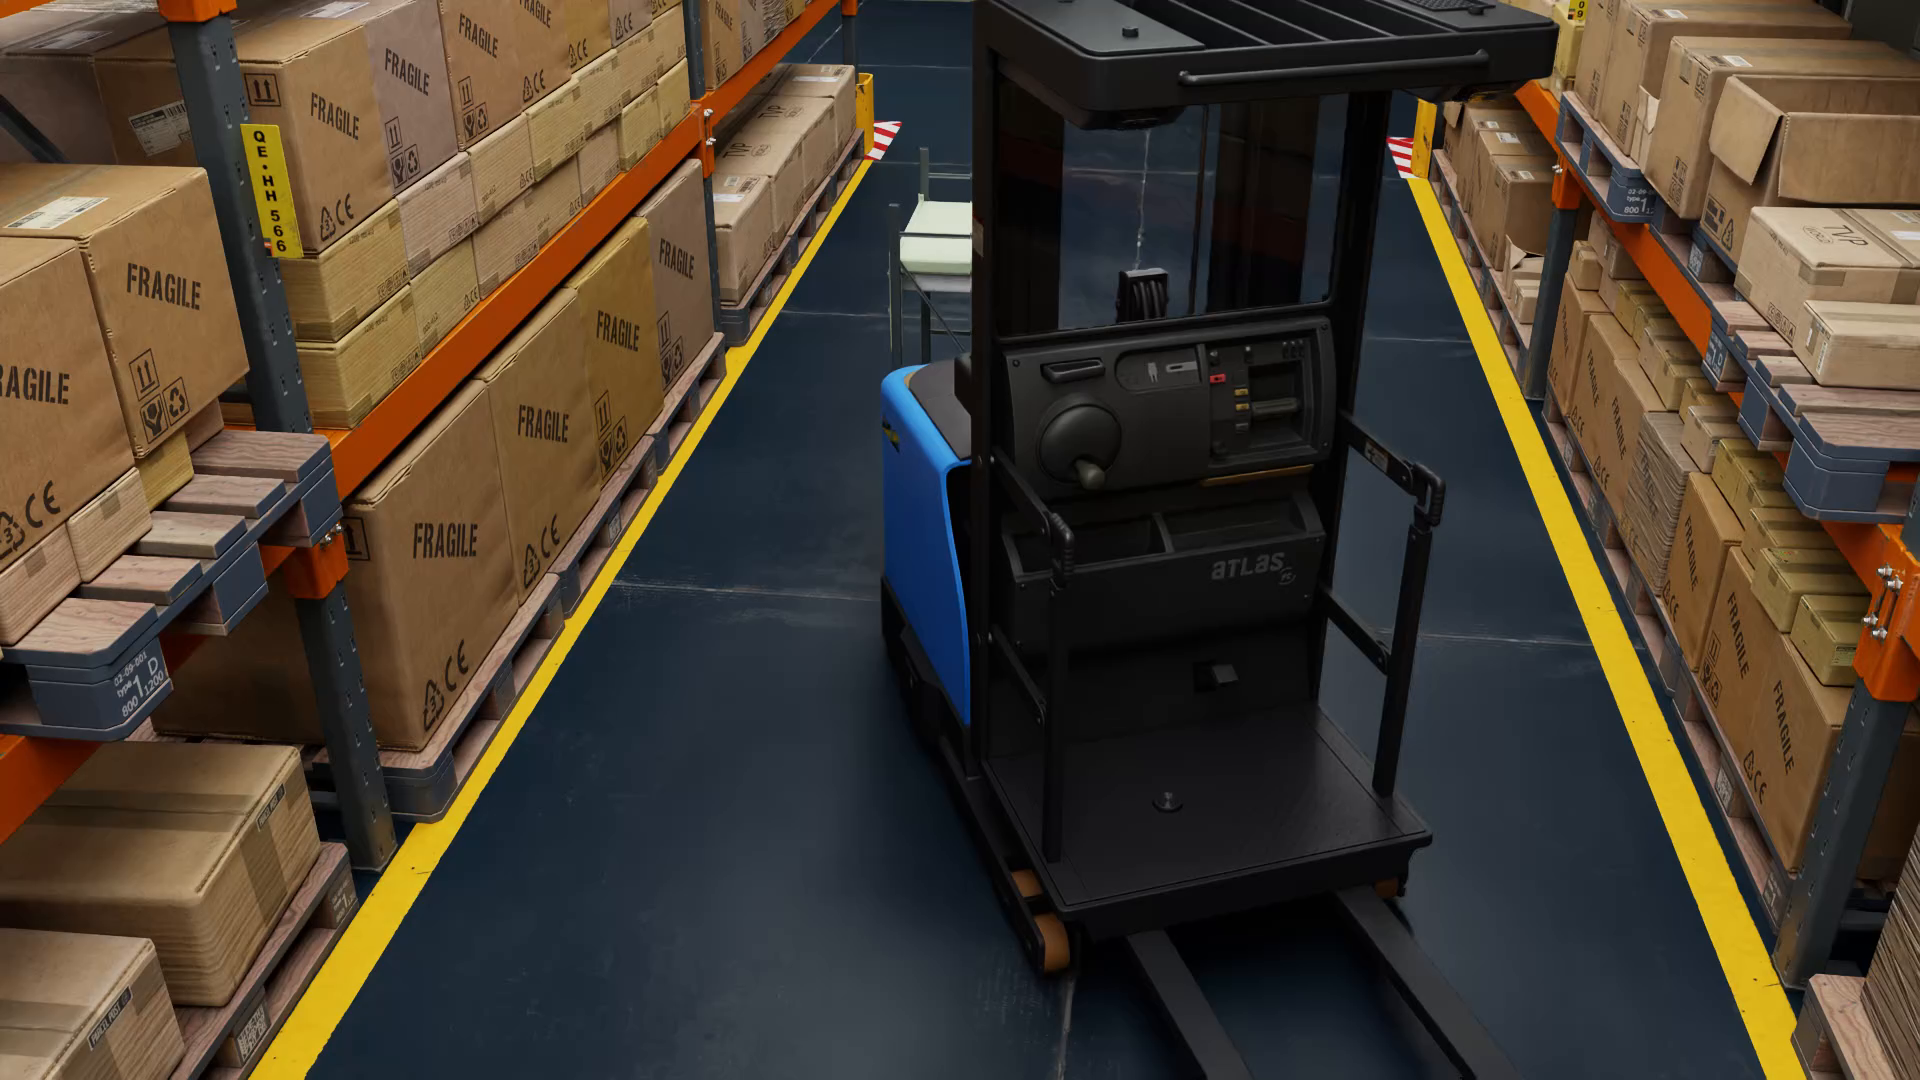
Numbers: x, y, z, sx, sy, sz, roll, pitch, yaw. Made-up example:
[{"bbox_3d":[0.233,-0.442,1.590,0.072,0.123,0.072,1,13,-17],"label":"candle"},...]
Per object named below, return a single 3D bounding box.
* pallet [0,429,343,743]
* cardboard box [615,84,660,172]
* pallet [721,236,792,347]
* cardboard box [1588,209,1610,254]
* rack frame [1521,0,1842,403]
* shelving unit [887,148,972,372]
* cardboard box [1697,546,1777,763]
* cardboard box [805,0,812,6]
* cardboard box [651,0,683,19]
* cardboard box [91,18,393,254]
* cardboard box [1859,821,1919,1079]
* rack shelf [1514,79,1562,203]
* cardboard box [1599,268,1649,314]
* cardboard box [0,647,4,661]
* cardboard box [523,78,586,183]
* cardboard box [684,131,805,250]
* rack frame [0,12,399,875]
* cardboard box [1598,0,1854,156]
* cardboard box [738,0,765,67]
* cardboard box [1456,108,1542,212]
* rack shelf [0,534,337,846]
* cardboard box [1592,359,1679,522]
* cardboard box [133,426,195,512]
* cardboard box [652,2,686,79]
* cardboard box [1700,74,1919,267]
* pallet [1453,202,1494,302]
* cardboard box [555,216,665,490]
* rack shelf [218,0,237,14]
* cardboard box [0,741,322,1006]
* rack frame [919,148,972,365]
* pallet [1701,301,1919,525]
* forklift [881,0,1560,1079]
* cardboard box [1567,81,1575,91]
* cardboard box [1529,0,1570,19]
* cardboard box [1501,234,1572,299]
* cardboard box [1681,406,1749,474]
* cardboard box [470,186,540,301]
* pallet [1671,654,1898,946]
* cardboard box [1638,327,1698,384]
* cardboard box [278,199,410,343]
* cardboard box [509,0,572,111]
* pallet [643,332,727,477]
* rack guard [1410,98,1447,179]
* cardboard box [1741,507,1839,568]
[{"bbox_3d":[-2.180,0.037,3.721,1.213,0.211,1.003,3,28,6],"label":"pallet"},{"bbox_3d":[-1.576,-1.740,6.976,0.500,0.250,0.500,3,28,5],"label":"cardboard box"},{"bbox_3d":[-1.537,-1.398,9.122,1.003,0.211,1.213,3,28,6],"label":"pallet"},{"bbox_3d":[2.971,-1.329,7.250,0.380,0.149,0.250,3,28,5],"label":"cardboard box"},{"bbox_3d":[3.219,-1.985,7.272,1.000,3.000,0.127,3,28,6],"label":"rack frame"},{"bbox_3d":[-0.001,-0.657,6.388,0.431,1.500,0.755,3,28,6],"label":"shelving unit"},{"bbox_3d":[2.639,0.367,5.100,0.500,0.500,0.500,3,28,5],"label":"cardboard box"},{"bbox_3d":[-1.144,-3.478,9.938,0.500,0.500,0.500,4,29,8],"label":"cardboard box"},{"bbox_3d":[-1.514,-2.531,7.126,0.500,0.500,0.500,4,29,8],"label":"cardboard box"},{"bbox_3d":[-1.895,-1.091,4.453,0.500,0.500,0.500,2,28,5],"label":"cardboard box"},{"bbox_3d":[2.638,1.051,3.698,0.875,0.625,0.625,4,29,8],"label":"cardboard box"},{"bbox_3d":[3.464,-2.610,9.191,1.077,0.370,4.000,3,28,6],"label":"rack shelf"},{"bbox_3d":[2.953,-1.067,7.077,0.380,0.149,0.250,3,28,5],"label":"cardboard box"},{"bbox_3d":[-2.011,0.205,3.030,0.380,0.149,0.250,4,29,7],"label":"cardboard box"},{"bbox_3d":[-1.678,-1.482,5.970,0.500,0.250,0.500,4,29,7],"label":"cardboard box"},{"bbox_3d":[-1.416,-2.040,9.632,0.875,0.438,0.875,3,28,5],"label":"cardboard box"},{"bbox_3d":[-2.198,-0.389,4.310,1.000,3.000,0.127,3,28,6],"label":"rack frame"},{"bbox_3d":[2.874,-1.756,6.298,0.700,0.500,0.500,4,29,7],"label":"cardboard box"},{"bbox_3d":[-1.325,-2.758,8.602,0.500,0.500,0.500,4,29,7],"label":"cardboard box"},{"bbox_3d":[3.396,-2.270,9.994,0.700,0.500,0.500,4,29,8],"label":"cardboard box"},{"bbox_3d":[-2.443,0.869,2.733,1.077,0.370,4.000,3,28,6],"label":"rack shelf"},{"bbox_3d":[2.815,-0.369,6.465,0.500,0.500,0.500,3,28,5],"label":"cardboard box"},{"bbox_3d":[-1.966,-0.165,3.716,0.380,0.149,0.250,4,29,7],"label":"cardboard box"},{"bbox_3d":[-1.521,-2.204,7.310,0.500,0.250,0.500,3,28,6],"label":"cardboard box"},{"bbox_3d":[2.745,-1.112,5.100,0.797,0.503,0.637,3,28,5],"label":"cardboard box"},{"bbox_3d":[3.451,-1.657,9.603,1.003,0.211,1.213,3,28,6],"label":"pallet"},{"bbox_3d":[-1.808,-0.799,6.868,0.875,0.875,0.875,4,29,8],"label":"cardboard box"},{"bbox_3d":[-1.953,-2.334,5.516,1.077,0.370,4.000,3,28,6],"label":"rack shelf"},{"bbox_3d":[-2.277,0.848,4.341,0.950,0.372,0.625,1,28,3],"label":"cardboard box"},{"bbox_3d":[0.044,-0.829,6.708,0.400,1.500,0.023,3,28,6],"label":"rack frame"},{"bbox_3d":[2.742,-0.341,4.423,1.213,0.211,1.003,3,28,6],"label":"pallet"},{"bbox_3d":[0.637,-0.318,4.250,1.130,2.935,3.031,-8,29,-15],"label":"forklift"},{"bbox_3d":[3.007,-2.039,7.638,0.380,0.149,0.250,4,29,7],"label":"cardboard box"},{"bbox_3d":[3.086,-2.541,8.148,0.500,0.250,0.500,3,29,6],"label":"cardboard box"},{"bbox_3d":[3.039,-1.414,8.652,0.396,0.266,0.258,4,29,8],"label":"cardboard box"},{"bbox_3d":[2.728,-0.342,5.731,0.380,0.149,0.250,2,28,4],"label":"cardboard box"},{"bbox_3d":[-1.773,-1.028,5.654,0.500,0.250,0.500,4,29,8],"label":"cardboard box"},{"bbox_3d":[2.857,0.776,5.087,1.003,0.211,1.213,3,28,6],"label":"pallet"},{"bbox_3d":[2.845,-0.700,6.396,0.380,0.149,0.250,3,28,6],"label":"cardboard box"},{"bbox_3d":[-1.891,-0.767,4.643,0.500,0.250,0.500,3,28,6],"label":"cardboard box"},{"bbox_3d":[-1.700,-1.805,5.779,0.500,0.500,0.500,4,29,7],"label":"cardboard box"},{"bbox_3d":[-1.728,-0.677,7.784,1.003,0.211,1.213,3,28,6],"label":"pallet"},{"bbox_3d":[3.699,-2.732,11.294,1.175,0.500,0.348,3,28,6],"label":"rack guard"},{"bbox_3d":[2.616,0.029,5.043,0.380,0.149,0.250,2,28,5],"label":"cardboard box"}]
